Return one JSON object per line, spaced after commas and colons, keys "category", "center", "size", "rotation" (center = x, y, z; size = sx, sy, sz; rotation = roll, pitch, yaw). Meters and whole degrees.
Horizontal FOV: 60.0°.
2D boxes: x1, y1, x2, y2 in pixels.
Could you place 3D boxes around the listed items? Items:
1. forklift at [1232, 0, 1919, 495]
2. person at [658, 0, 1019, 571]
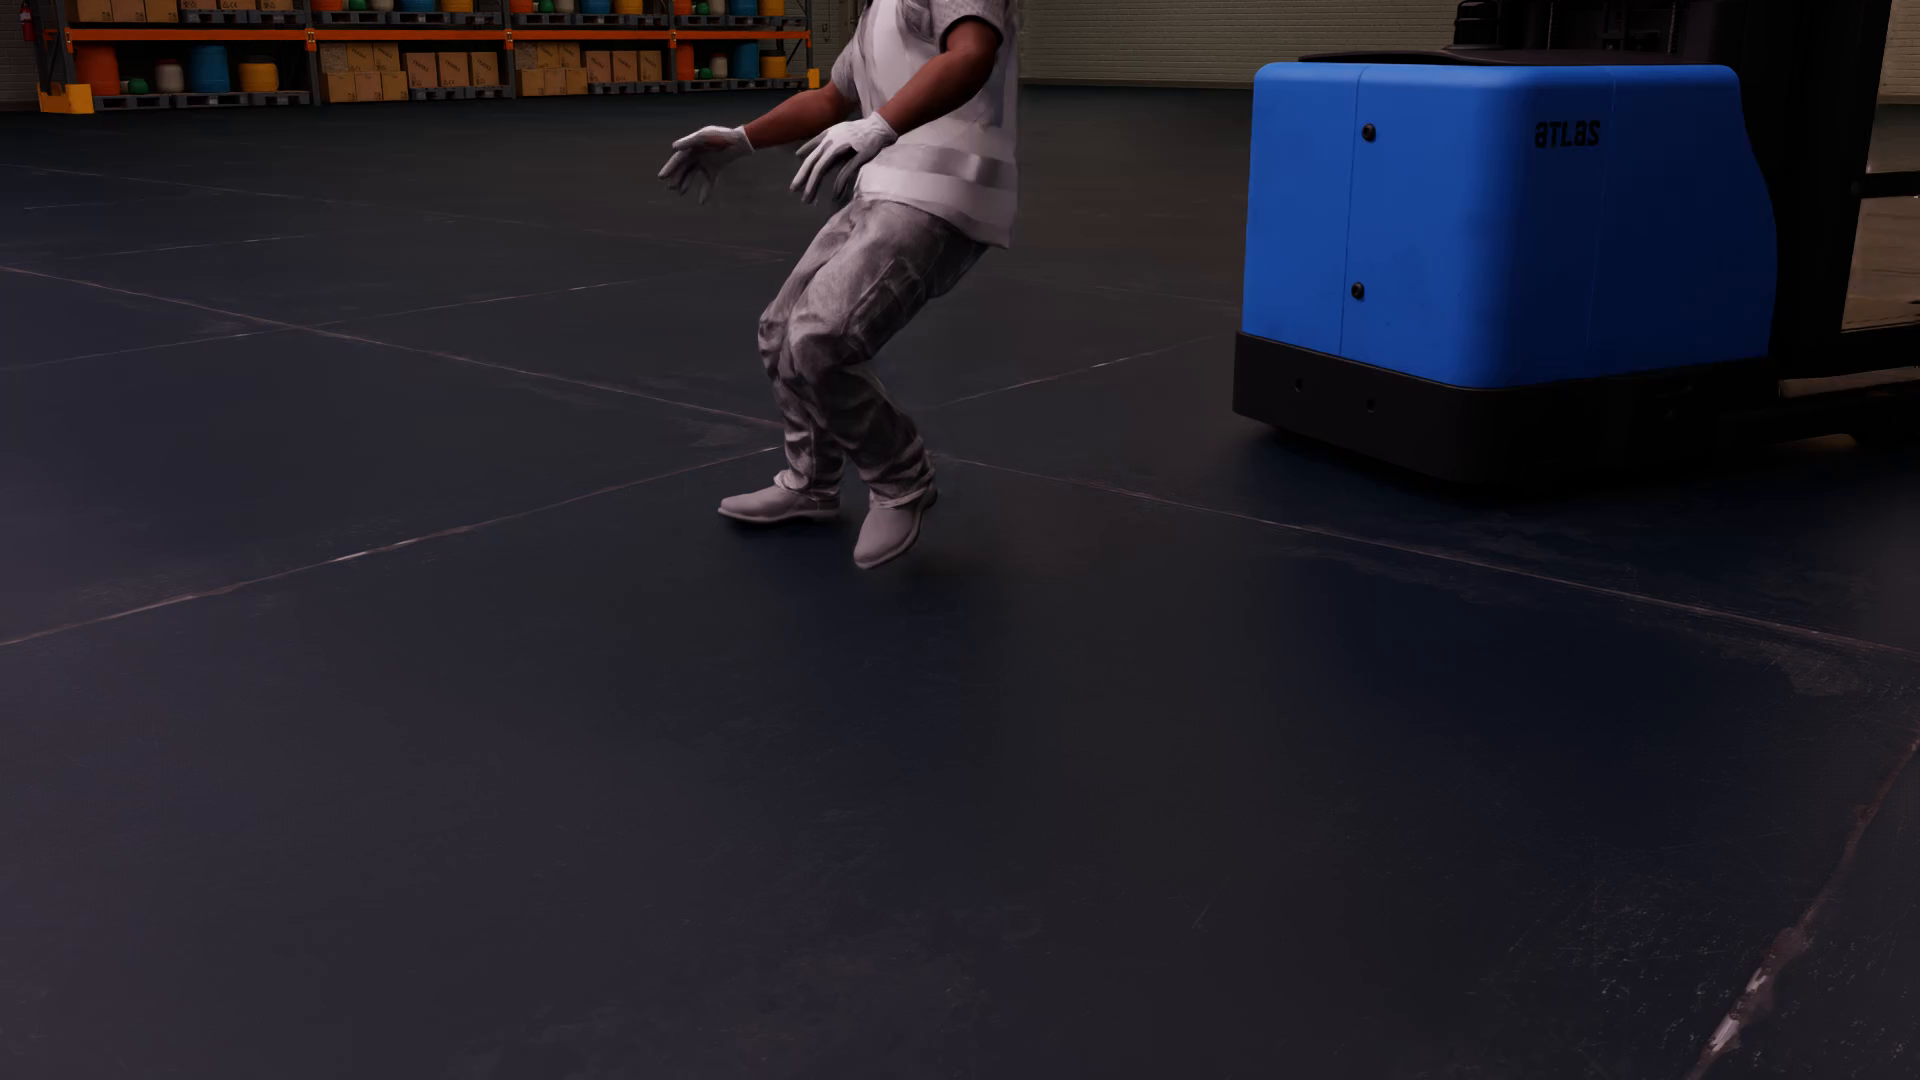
{"category": "forklift", "center": [2.364, -1.797, 4.817], "size": [3.031, 2.935, 1.130], "rotation": [-8, 19, -26]}
{"category": "person", "center": [-0.245, -0.731, 3.563], "size": [0.713, 1.627, 0.872], "rotation": [-5, 17, -15]}
